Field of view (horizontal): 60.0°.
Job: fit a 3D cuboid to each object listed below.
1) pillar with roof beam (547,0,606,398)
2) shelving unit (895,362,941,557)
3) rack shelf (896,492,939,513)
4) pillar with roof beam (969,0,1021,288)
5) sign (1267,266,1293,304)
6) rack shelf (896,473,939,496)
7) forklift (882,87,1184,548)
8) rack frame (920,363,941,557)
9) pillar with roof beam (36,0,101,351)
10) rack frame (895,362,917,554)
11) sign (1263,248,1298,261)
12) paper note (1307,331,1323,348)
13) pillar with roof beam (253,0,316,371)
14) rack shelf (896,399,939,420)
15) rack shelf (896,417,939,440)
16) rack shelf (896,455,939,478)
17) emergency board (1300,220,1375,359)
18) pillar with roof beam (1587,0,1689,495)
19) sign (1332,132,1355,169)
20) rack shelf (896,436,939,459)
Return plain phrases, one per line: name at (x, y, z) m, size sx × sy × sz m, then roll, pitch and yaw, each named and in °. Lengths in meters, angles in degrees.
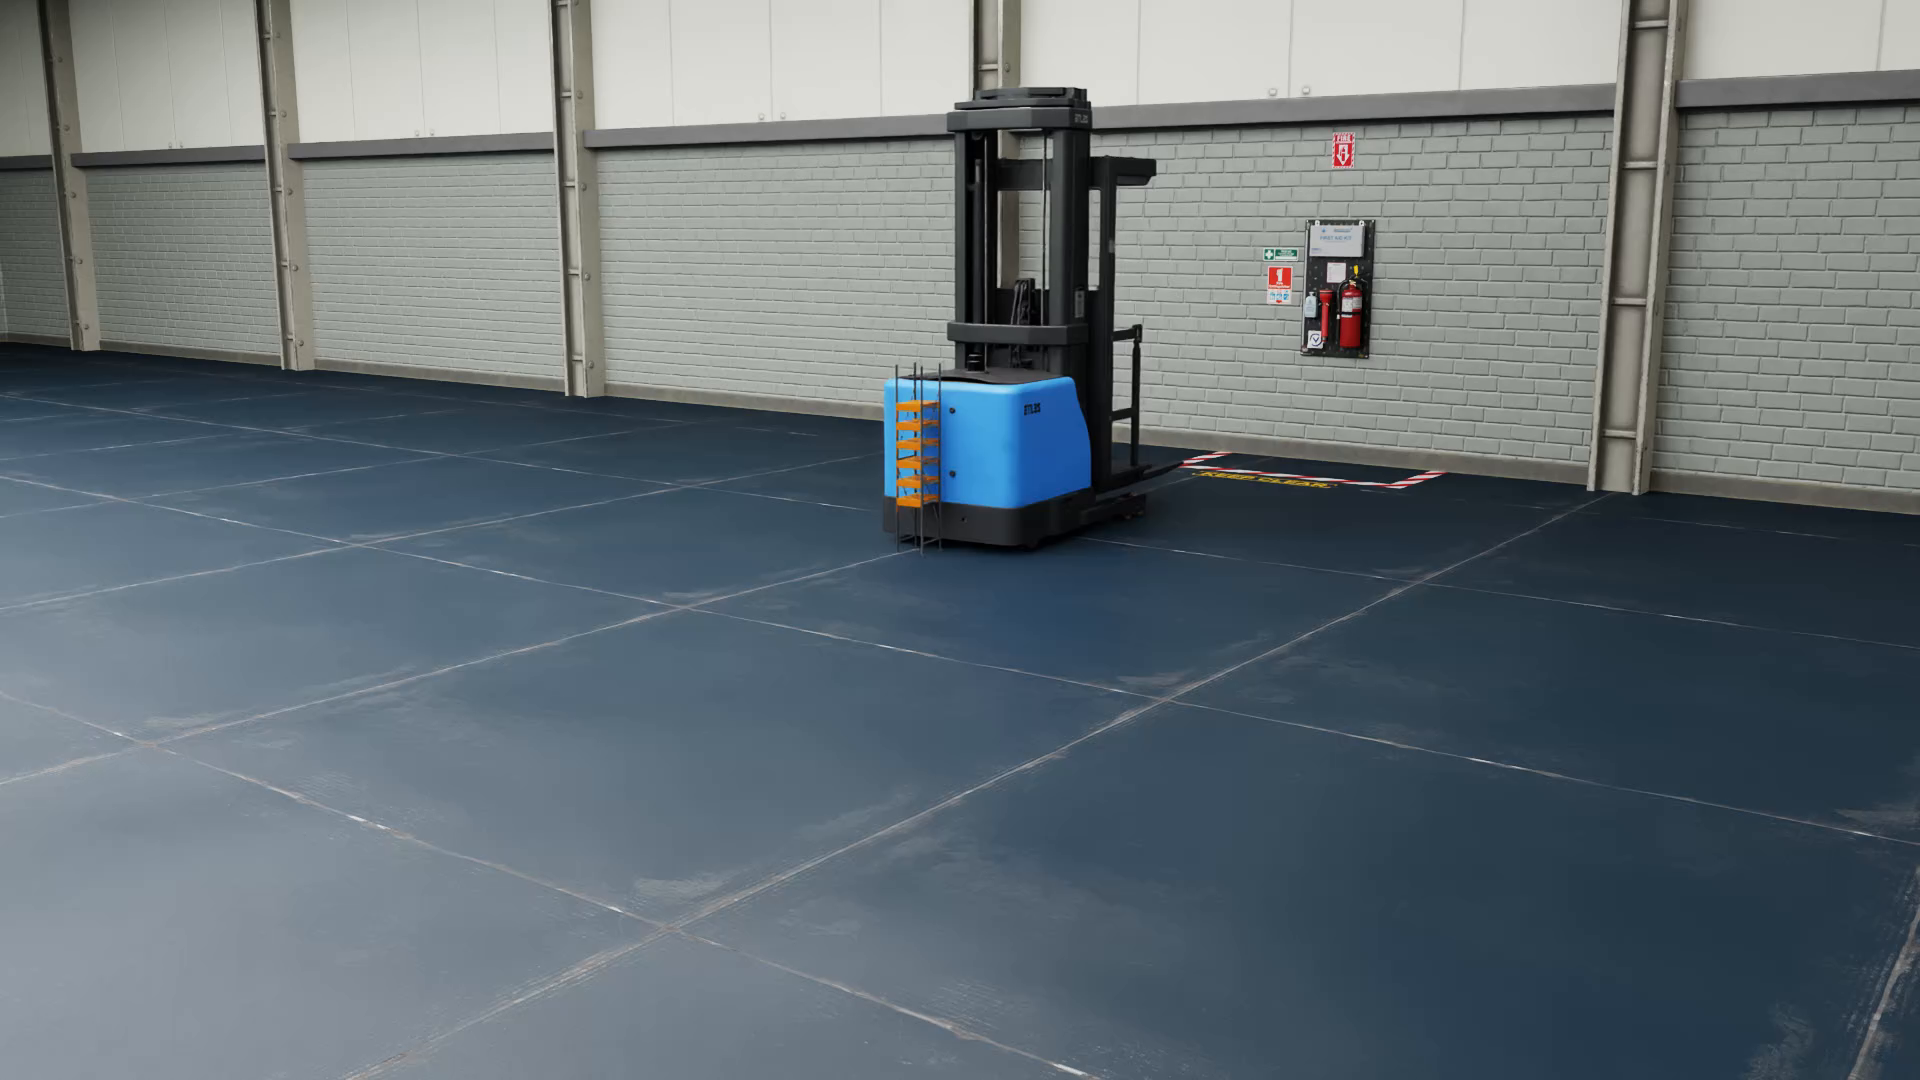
pillar with roof beam at (-7.054, -5.499, 15.762) m, size 0.400 × 9.000 × 9.100 m, roll 8°, pitch 13°, yaw 36°
shelving unit at (-0.261, -0.511, 10.511) m, size 0.189 × 1.200 × 0.258 m, roll 6°, pitch 13°, yaw 29°
rack shelf at (-0.261, -0.231, 10.565) m, size 0.180 × 0.103 × 0.258 m, roll 6°, pitch 13°, yaw 29°
pillar with roof beam at (-2.218, -4.824, 12.276) m, size 0.400 × 9.000 × 9.100 m, roll 8°, pitch 13°, yaw 36°
sign at (2.812, -2.243, 14.631) m, size 0.234 × 0.329 × 0.001 m, roll 8°, pitch 13°, yaw 36°
rack shelf at (-0.261, -0.349, 10.542) m, size 0.180 × 0.103 × 0.258 m, roll 6°, pitch 13°, yaw 29°
forklift at (0.685, -1.620, 11.688) m, size 1.130 × 2.935 × 3.031 m, roll 7°, pitch 13°, yaw 31°
rack frame at (-0.182, -0.502, 10.466) m, size 0.006 × 1.200 × 0.240 m, roll 6°, pitch 13°, yaw 29°
pillar with roof beam at (-16.726, -6.848, 22.736) m, size 0.400 × 9.000 × 9.100 m, roll 8°, pitch 13°, yaw 36°
rack frame at (-0.340, -0.519, 10.556) m, size 0.006 × 1.200 × 0.240 m, roll 6°, pitch 13°, yaw 29°
sign at (2.811, -2.501, 14.571) m, size 0.331 × 0.109 × 0.001 m, roll 8°, pitch 13°, yaw 36°
paper note at (3.095, -1.745, 14.473) m, size 0.142 × 0.148 × 0.016 m, roll 8°, pitch 13°, yaw 36°
pillar with roof beam at (-11.890, -6.174, 19.249) m, size 0.400 × 9.000 × 9.100 m, roll 8°, pitch 13°, yaw 36°
rack shelf at (-0.261, -0.821, 10.451) m, size 0.180 × 0.103 × 0.258 m, roll 6°, pitch 13°, yaw 29°
rack shelf at (-0.261, -0.703, 10.474) m, size 0.180 × 0.103 × 0.258 m, roll 6°, pitch 13°, yaw 29°
rack shelf at (-0.261, -0.467, 10.519) m, size 0.180 × 0.103 × 0.258 m, roll 6°, pitch 13°, yaw 29°
emergency board at (3.197, -2.147, 14.232) m, size 0.643 × 1.169 × 0.194 m, roll 8°, pitch 13°, yaw 36°
pillar with roof beam at (2.618, -4.150, 8.789) m, size 0.400 × 9.000 × 9.100 m, roll 8°, pitch 13°, yaw 36°
sign at (3.249, -3.302, 14.095) m, size 0.199 × 0.298 × 0.001 m, roll 8°, pitch 13°, yaw 36°
rack shelf at (-0.261, -0.585, 10.496) m, size 0.180 × 0.103 × 0.258 m, roll 6°, pitch 13°, yaw 29°
